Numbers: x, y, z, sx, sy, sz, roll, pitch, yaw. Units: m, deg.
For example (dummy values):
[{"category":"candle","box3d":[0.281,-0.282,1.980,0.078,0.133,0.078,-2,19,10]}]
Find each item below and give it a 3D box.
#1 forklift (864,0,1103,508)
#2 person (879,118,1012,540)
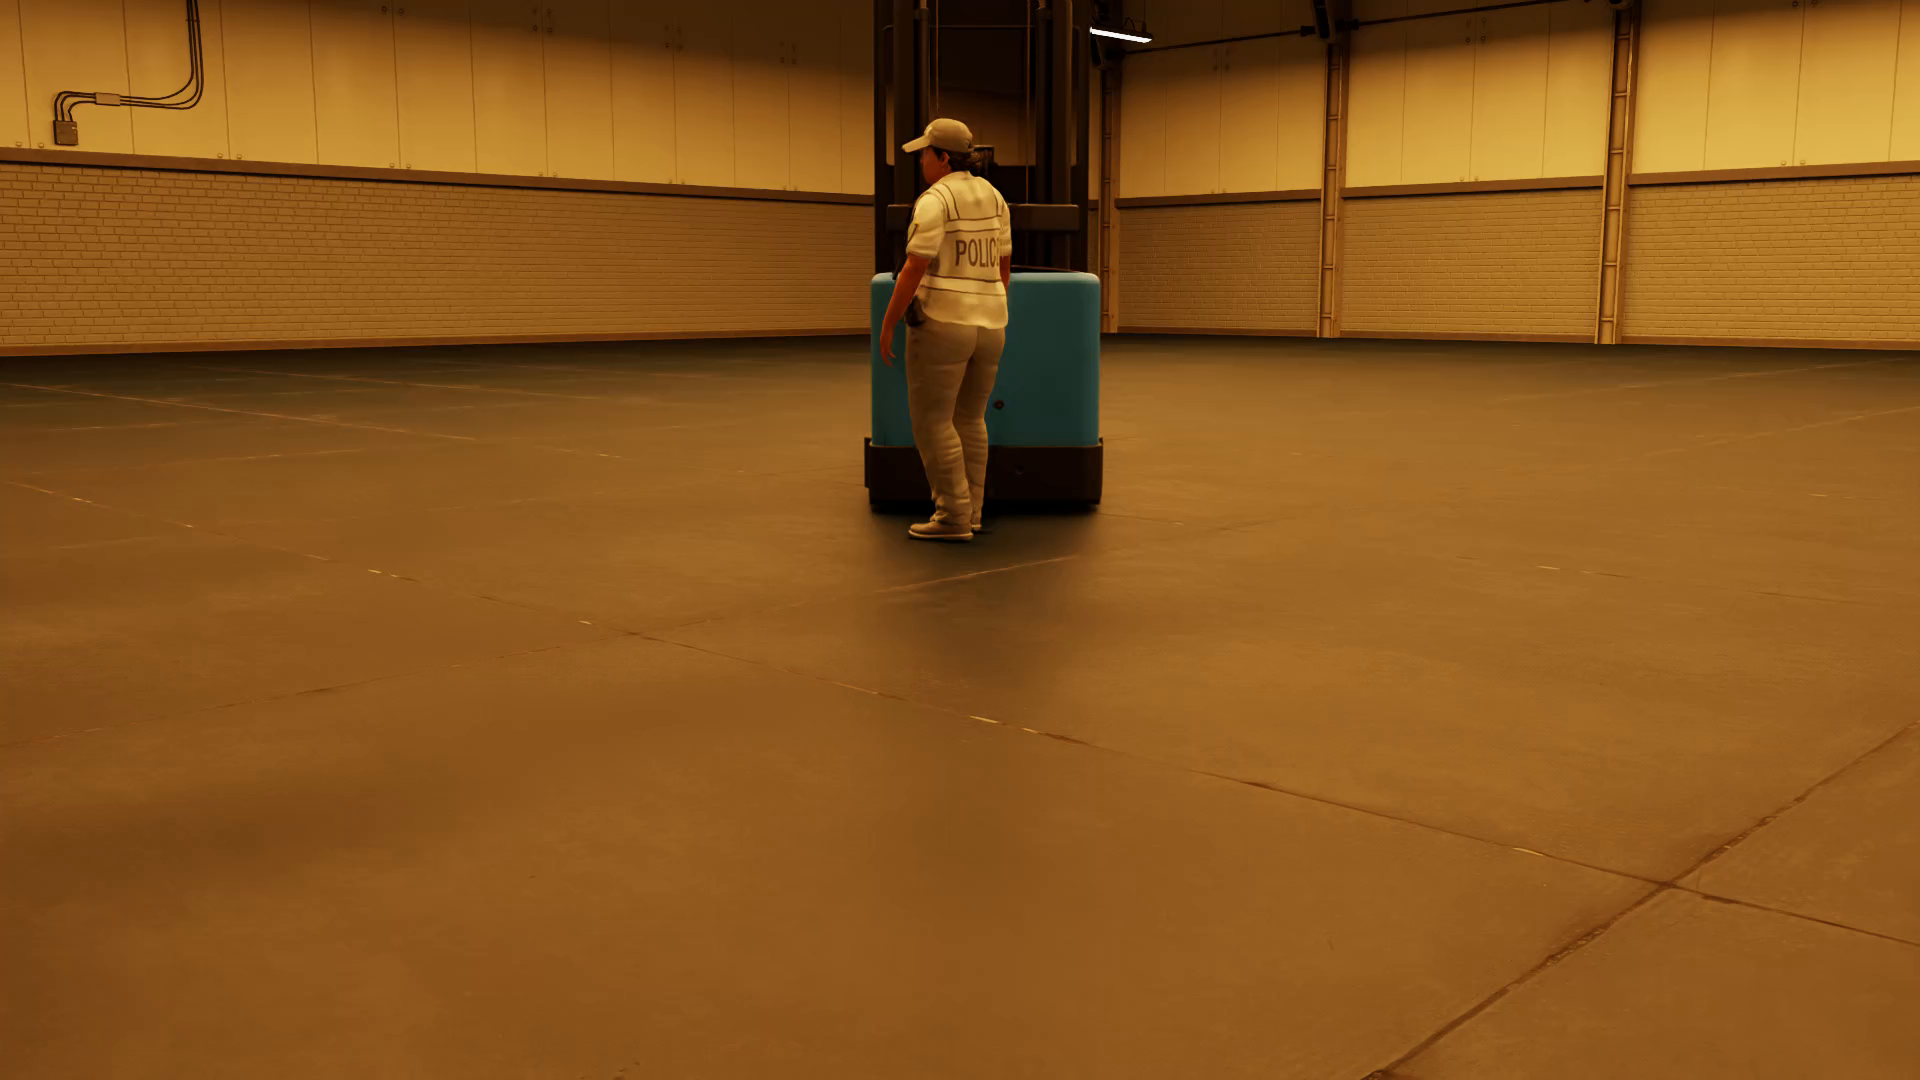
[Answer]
[{"category":"forklift","box3d":[0.107,-1.781,8.703,1.130,2.935,3.031,0,9,0]},{"category":"person","box3d":[-0.085,-0.833,6.679,0.513,1.663,0.601,7,11,40]}]
